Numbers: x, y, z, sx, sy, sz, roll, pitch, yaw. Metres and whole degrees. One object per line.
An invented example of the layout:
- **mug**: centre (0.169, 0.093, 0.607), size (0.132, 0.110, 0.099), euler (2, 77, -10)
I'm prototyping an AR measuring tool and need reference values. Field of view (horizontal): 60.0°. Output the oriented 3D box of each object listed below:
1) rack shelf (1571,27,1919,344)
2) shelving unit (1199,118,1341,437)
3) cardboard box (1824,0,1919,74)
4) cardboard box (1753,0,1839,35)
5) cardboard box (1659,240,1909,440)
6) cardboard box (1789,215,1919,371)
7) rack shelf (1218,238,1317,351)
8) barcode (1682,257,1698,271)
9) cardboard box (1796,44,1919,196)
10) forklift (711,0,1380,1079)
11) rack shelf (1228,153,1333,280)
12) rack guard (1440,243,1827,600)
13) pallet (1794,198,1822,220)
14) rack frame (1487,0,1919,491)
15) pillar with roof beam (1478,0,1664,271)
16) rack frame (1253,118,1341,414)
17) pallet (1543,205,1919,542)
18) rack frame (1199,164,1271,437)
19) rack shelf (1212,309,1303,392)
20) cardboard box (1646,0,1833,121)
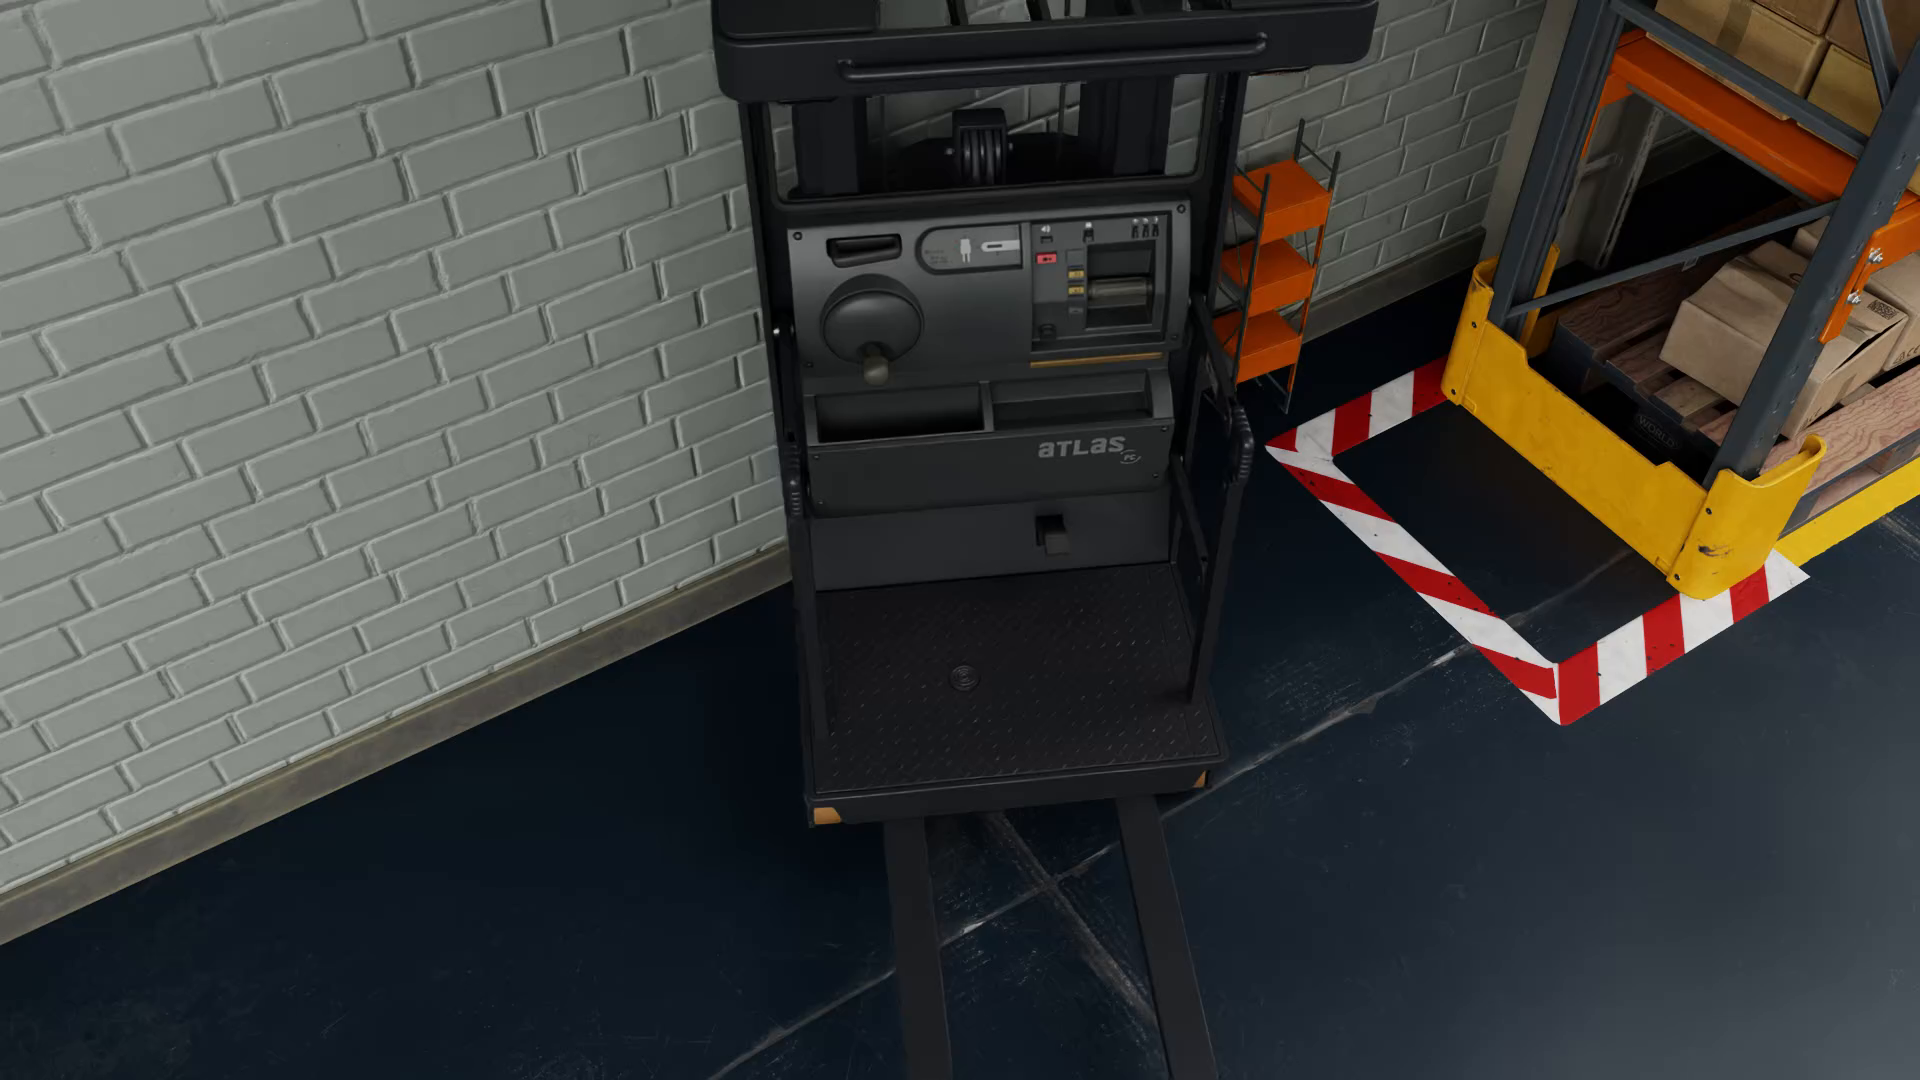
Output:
- **rack shelf**: centre (3.710, -1.761, 5.291), size (4.000, 0.370, 1.077), euler (-25, 53, -21)
- **shelving unit**: centre (0.953, -0.802, 5.260), size (0.252, 1.050, 0.215), euler (-20, 51, -18)
- **cardboard box**: centre (2.583, -1.410, 4.082), size (0.500, 0.500, 0.500), euler (-25, 53, -21)
- **cardboard box**: centre (2.304, -1.732, 4.368), size (0.500, 0.500, 0.500), euler (-26, 53, -21)
- **cardboard box**: centre (2.652, -0.674, 5.348), size (0.500, 0.311, 0.500), euler (-31, 55, -25)
- **cardboard box**: centre (3.134, -0.901, 5.550), size (0.500, 0.311, 0.500), euler (-21, 52, -18)
- **rack shelf**: centre (0.953, -0.795, 5.268), size (0.240, 0.259, 0.215), euler (-20, 51, -18)
- **barcode**: centre (2.454, -0.937, 5.576), size (0.075, 0.075, 0.001), euler (-25, 53, -21)
- **cardboard box**: centre (2.601, -1.154, 4.356), size (0.500, 0.250, 0.500), euler (-27, 54, -22)
- **forklift**: centre (0.100, -0.479, 3.714), size (1.130, 2.935, 3.031), euler (-5, 48, -4)
- **rack shelf**: centre (0.954, -0.984, 5.057), size (0.240, 0.259, 0.215), euler (-20, 51, -18)
- **rack guard**: centre (2.083, -0.402, 5.274), size (0.348, 0.500, 1.175), euler (-25, 53, -21)
- **pallet**: centre (3.819, -1.091, 6.080), size (1.213, 0.211, 1.003), euler (-25, 53, -21)
- **rack frame**: centre (2.018, -1.203, 4.313), size (0.127, 3.000, 1.000), euler (-25, 53, -21)
- **pillar with roof beam**: centre (4.446, -1.305, 0.386), size (0.400, 9.000, 9.100), euler (-25, 53, -21)
- **rack frame**: centre (1.062, -0.843, 5.297), size (0.008, 1.050, 0.200), euler (-20, 51, -18)
- **pallet**: centre (2.789, -0.608, 5.650), size (1.213, 0.211, 1.003), euler (-25, 53, -21)
- **rack frame**: centre (0.844, -0.761, 5.224), size (0.008, 1.050, 0.200), euler (-20, 51, -18)
- **rack shelf**: centre (0.952, -0.610, 5.476), size (0.240, 0.259, 0.215), euler (-20, 51, -18)
- **cardboard box**: centre (2.310, -1.469, 4.637), size (0.500, 0.250, 0.500), euler (-25, 53, -20)
